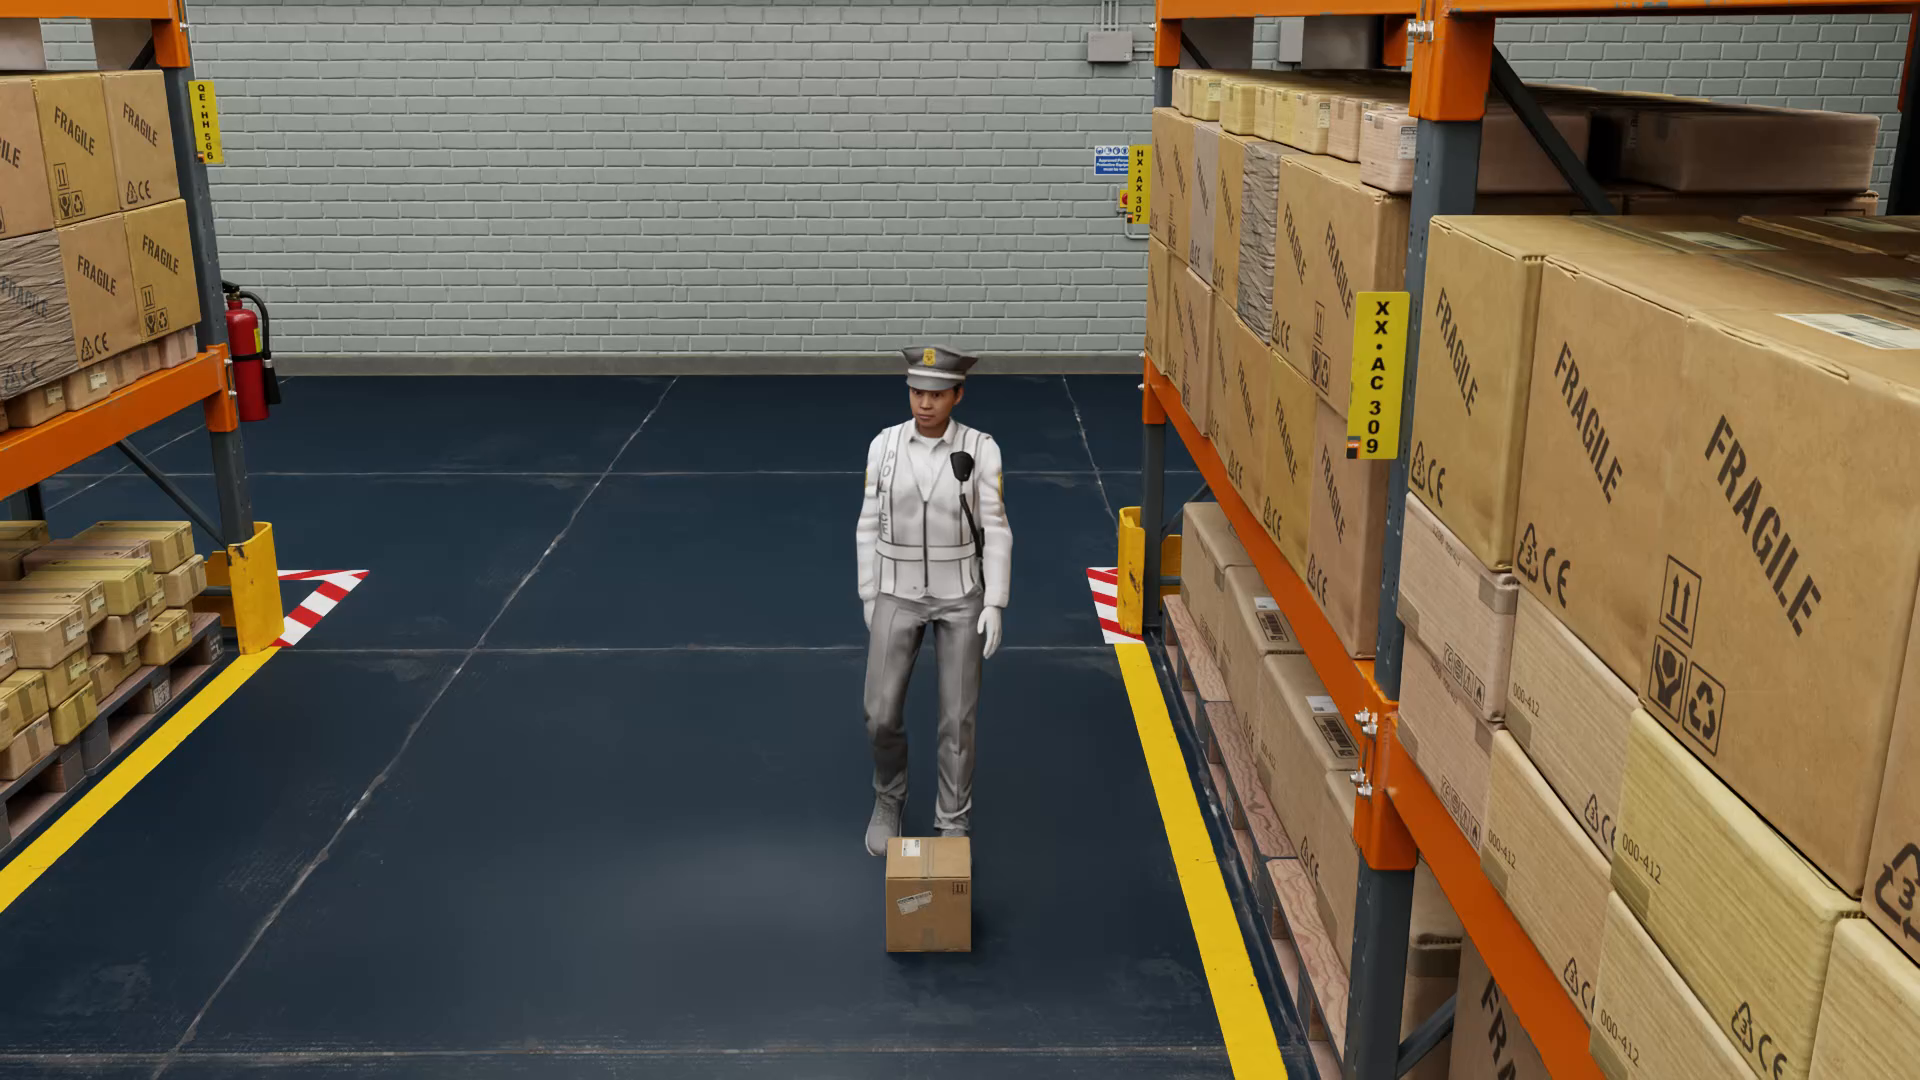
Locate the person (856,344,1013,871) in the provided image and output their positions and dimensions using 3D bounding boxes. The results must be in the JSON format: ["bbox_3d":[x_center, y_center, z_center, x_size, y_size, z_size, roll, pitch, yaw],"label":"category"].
[{"bbox_3d":[-0.089,0.233,5.262,0.508,1.715,0.478,1,17,4],"label":"person"}]
